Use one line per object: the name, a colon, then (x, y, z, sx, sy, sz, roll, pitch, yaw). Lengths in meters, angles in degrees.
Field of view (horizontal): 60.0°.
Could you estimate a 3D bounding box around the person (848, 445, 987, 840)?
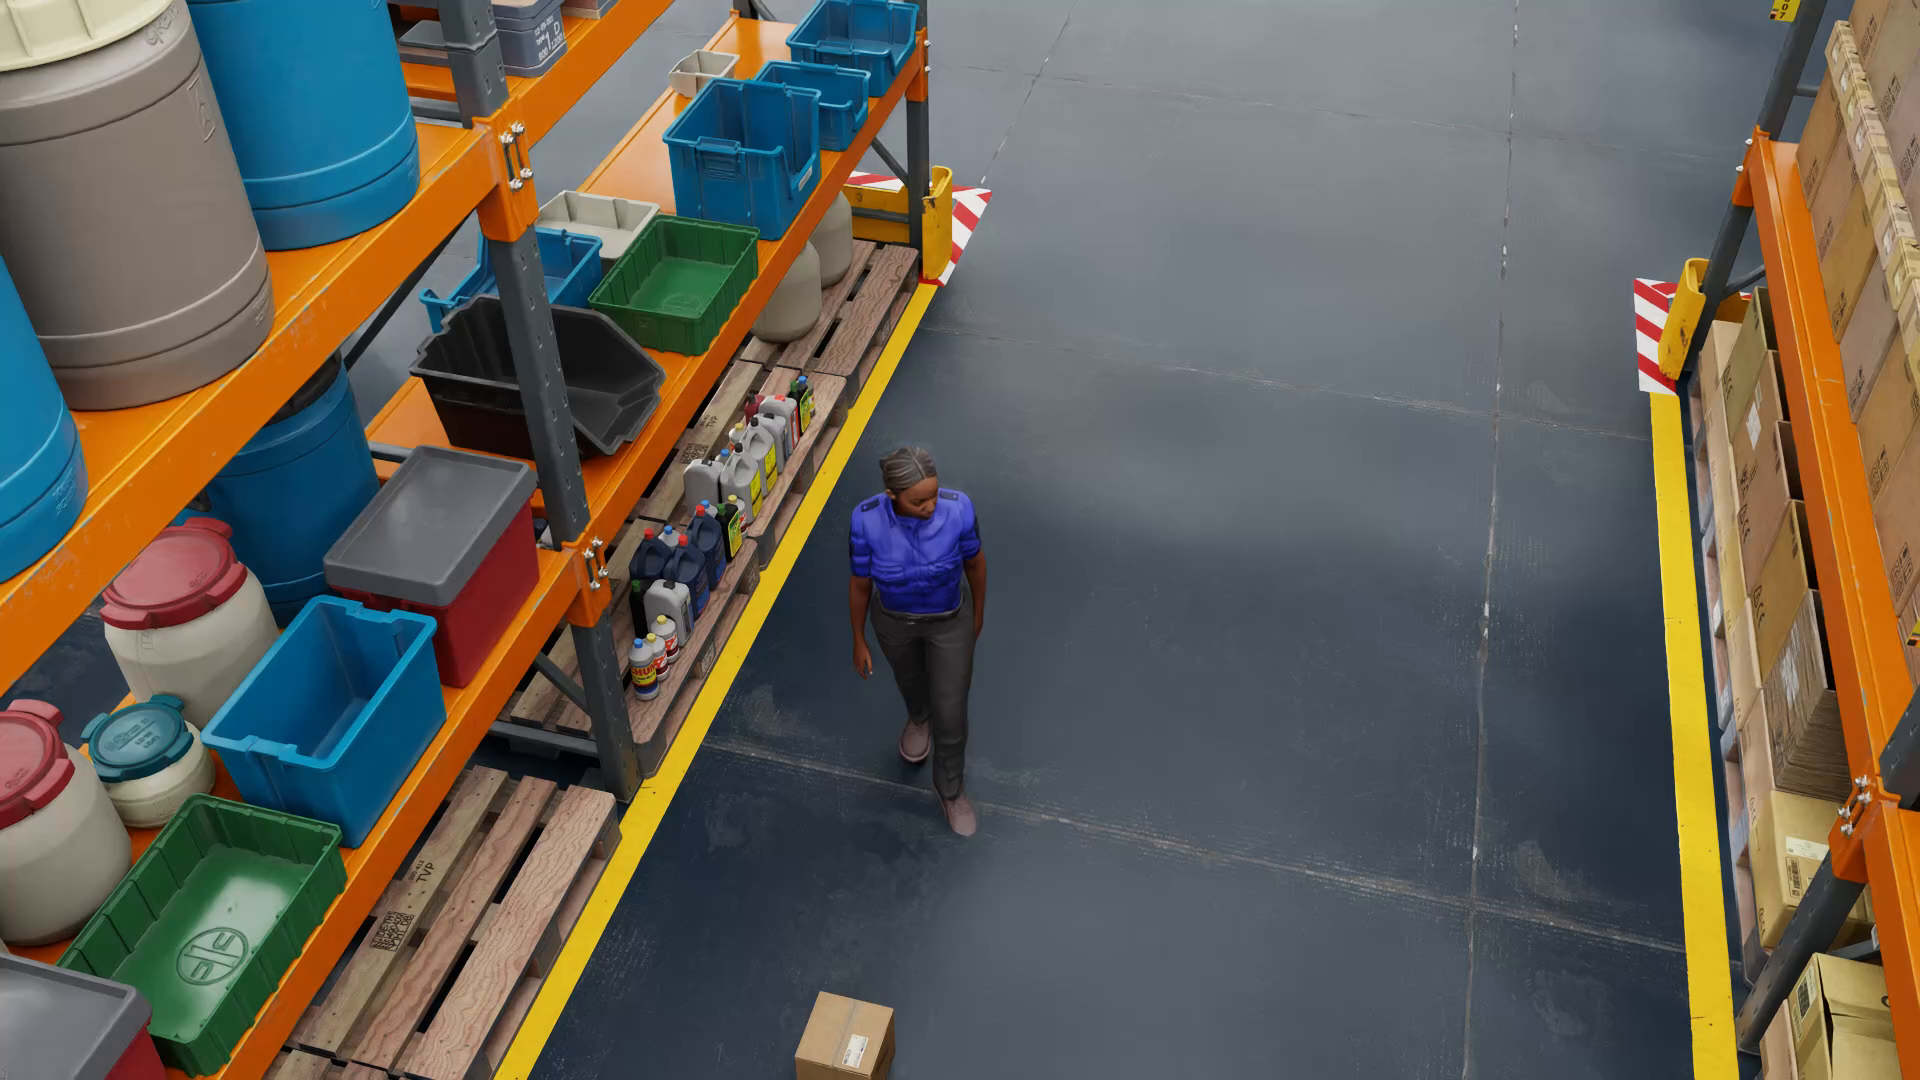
person: (-0.142, 0.291, 5.855, 0.465, 1.701, 0.618, 2, 41, 3)
